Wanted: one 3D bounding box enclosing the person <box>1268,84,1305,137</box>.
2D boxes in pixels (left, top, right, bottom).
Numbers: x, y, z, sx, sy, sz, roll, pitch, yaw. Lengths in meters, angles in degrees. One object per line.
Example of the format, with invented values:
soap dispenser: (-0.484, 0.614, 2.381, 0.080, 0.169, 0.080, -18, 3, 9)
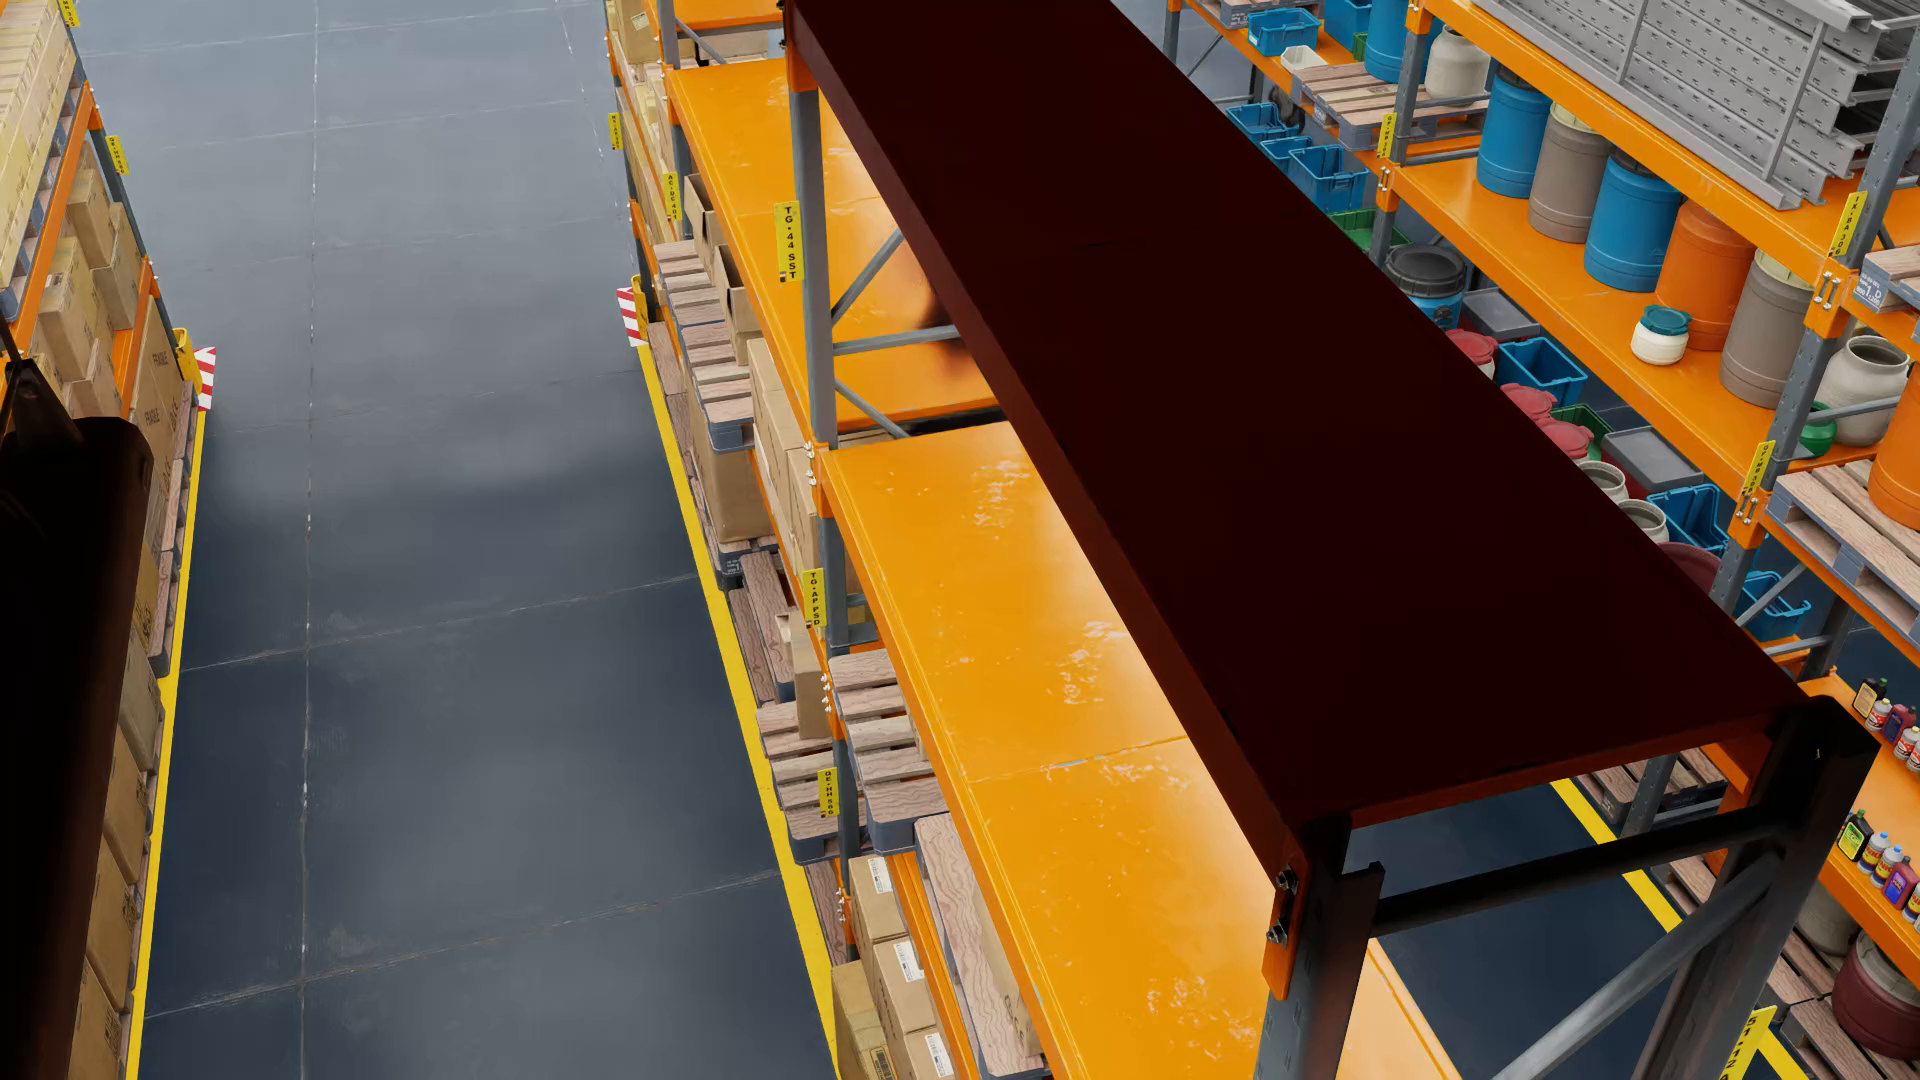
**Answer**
person: (3.319, -4.121, 16.706, 0.596, 1.661, 0.647, 16, 41, 20)
